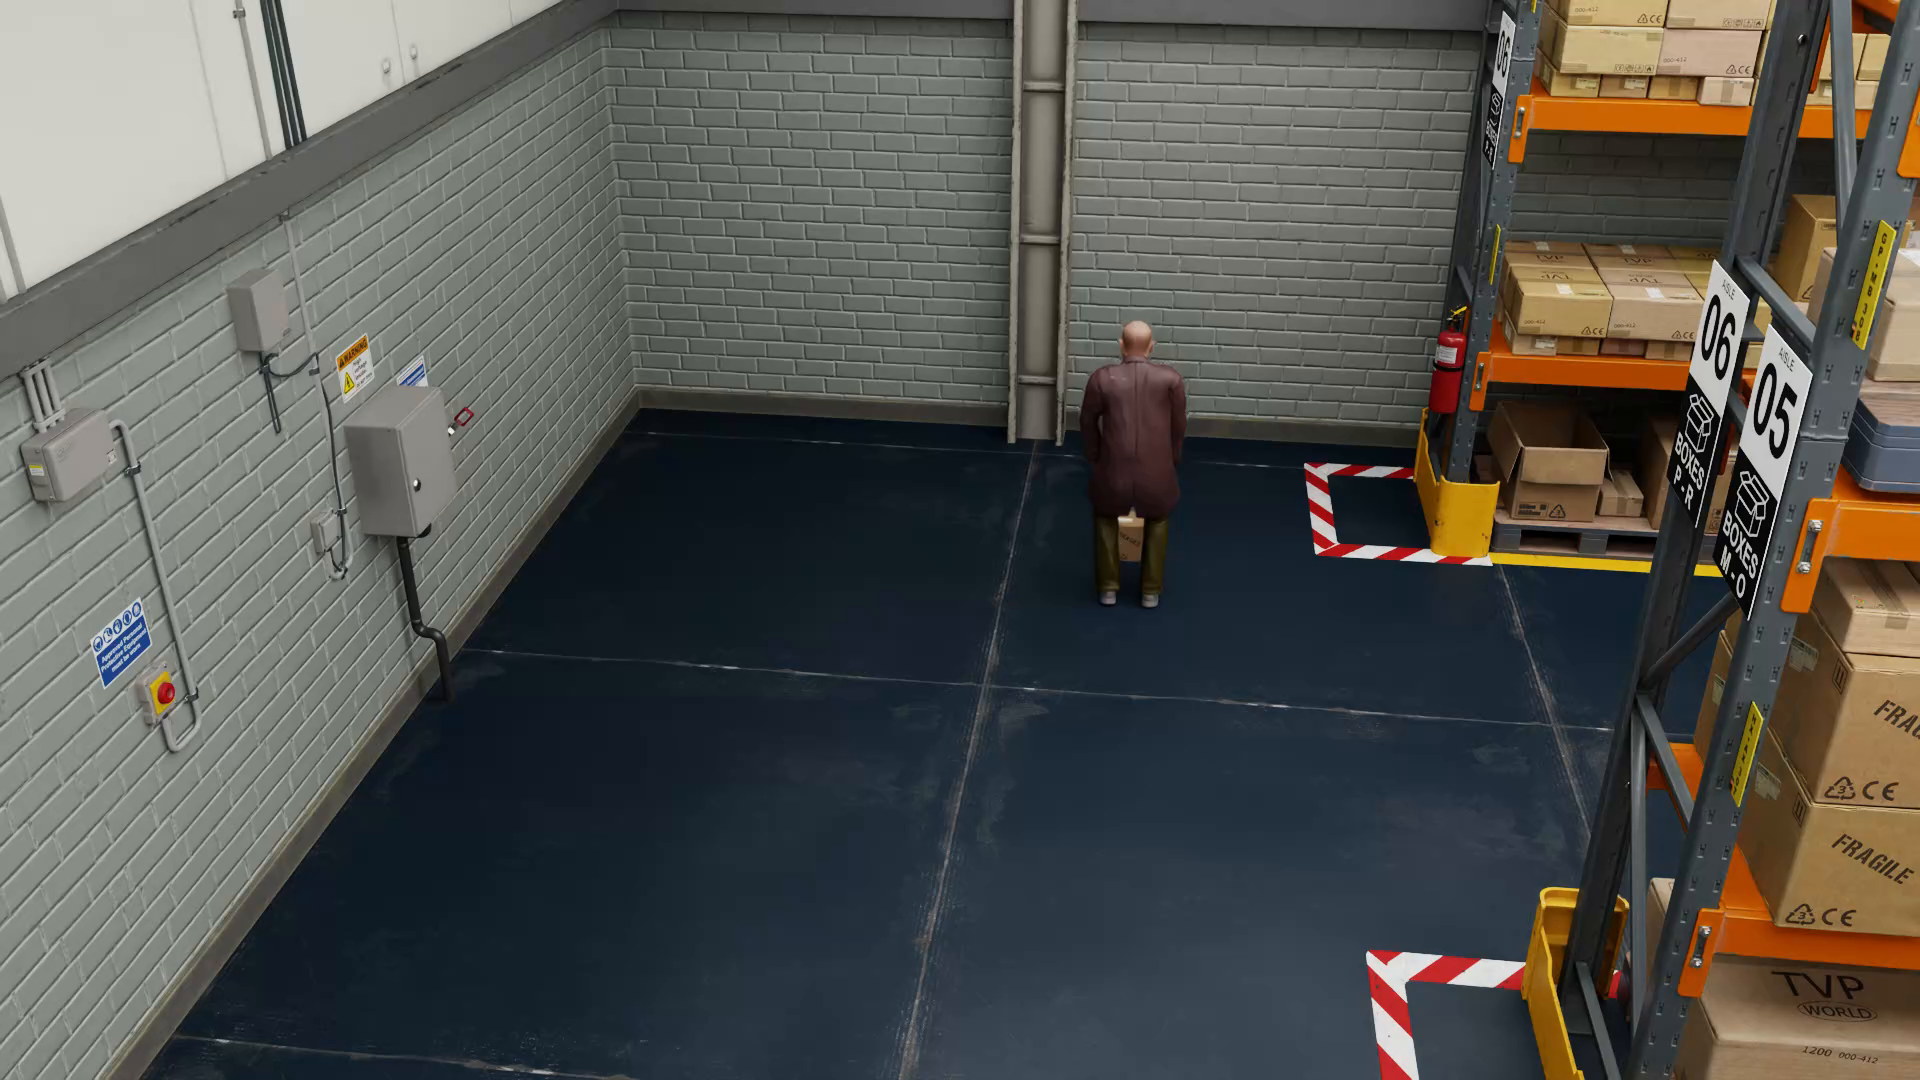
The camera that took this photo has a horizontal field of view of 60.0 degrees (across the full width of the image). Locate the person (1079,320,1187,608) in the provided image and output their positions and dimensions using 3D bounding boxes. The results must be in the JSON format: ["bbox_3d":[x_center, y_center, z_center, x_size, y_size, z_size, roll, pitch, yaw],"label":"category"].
[{"bbox_3d":[0.979,-0.419,9.556,0.607,1.666,0.503,4,28,7],"label":"person"}]
